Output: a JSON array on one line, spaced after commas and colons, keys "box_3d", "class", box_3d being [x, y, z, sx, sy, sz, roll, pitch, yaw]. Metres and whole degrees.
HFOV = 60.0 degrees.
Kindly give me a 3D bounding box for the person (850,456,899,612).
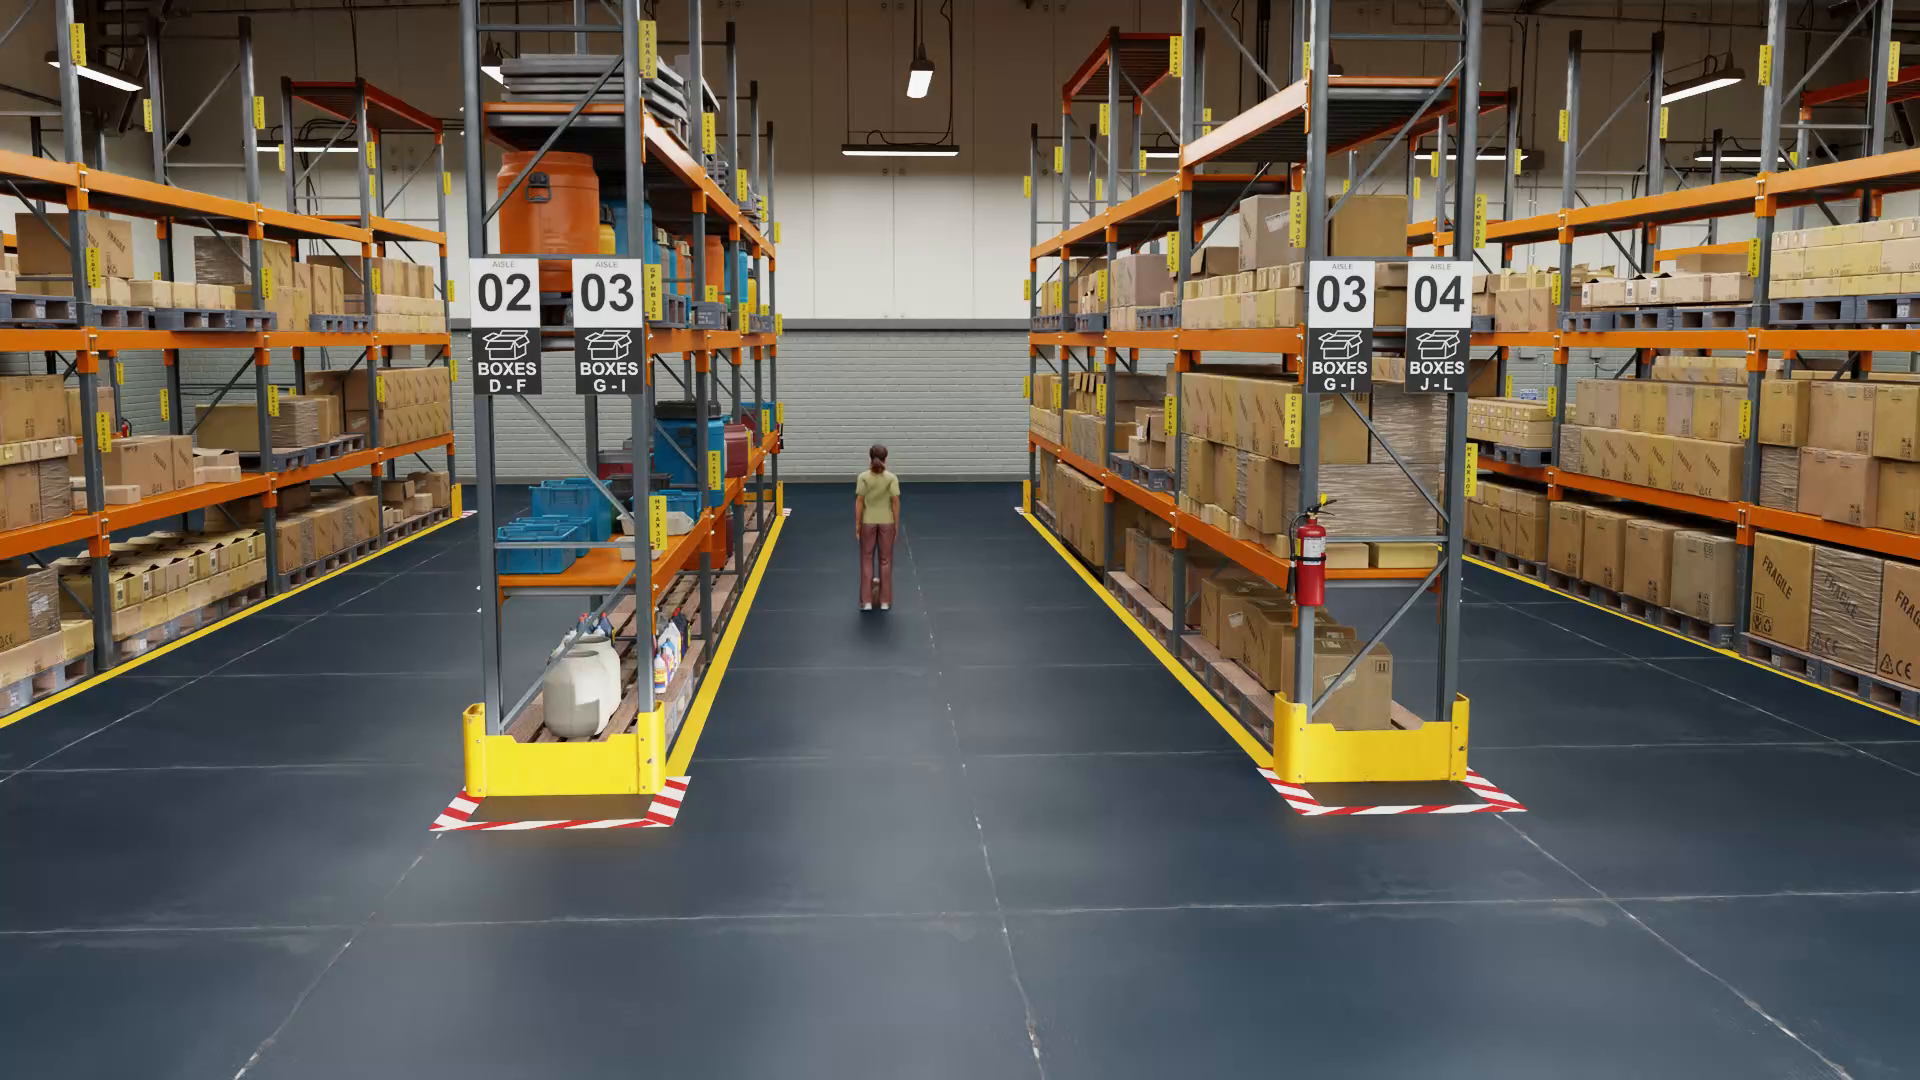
[{"box_3d": [-0.859, -0.055, 16.744, 0.490, 1.556, 0.489, 0, 7, -3], "class": "person"}]
